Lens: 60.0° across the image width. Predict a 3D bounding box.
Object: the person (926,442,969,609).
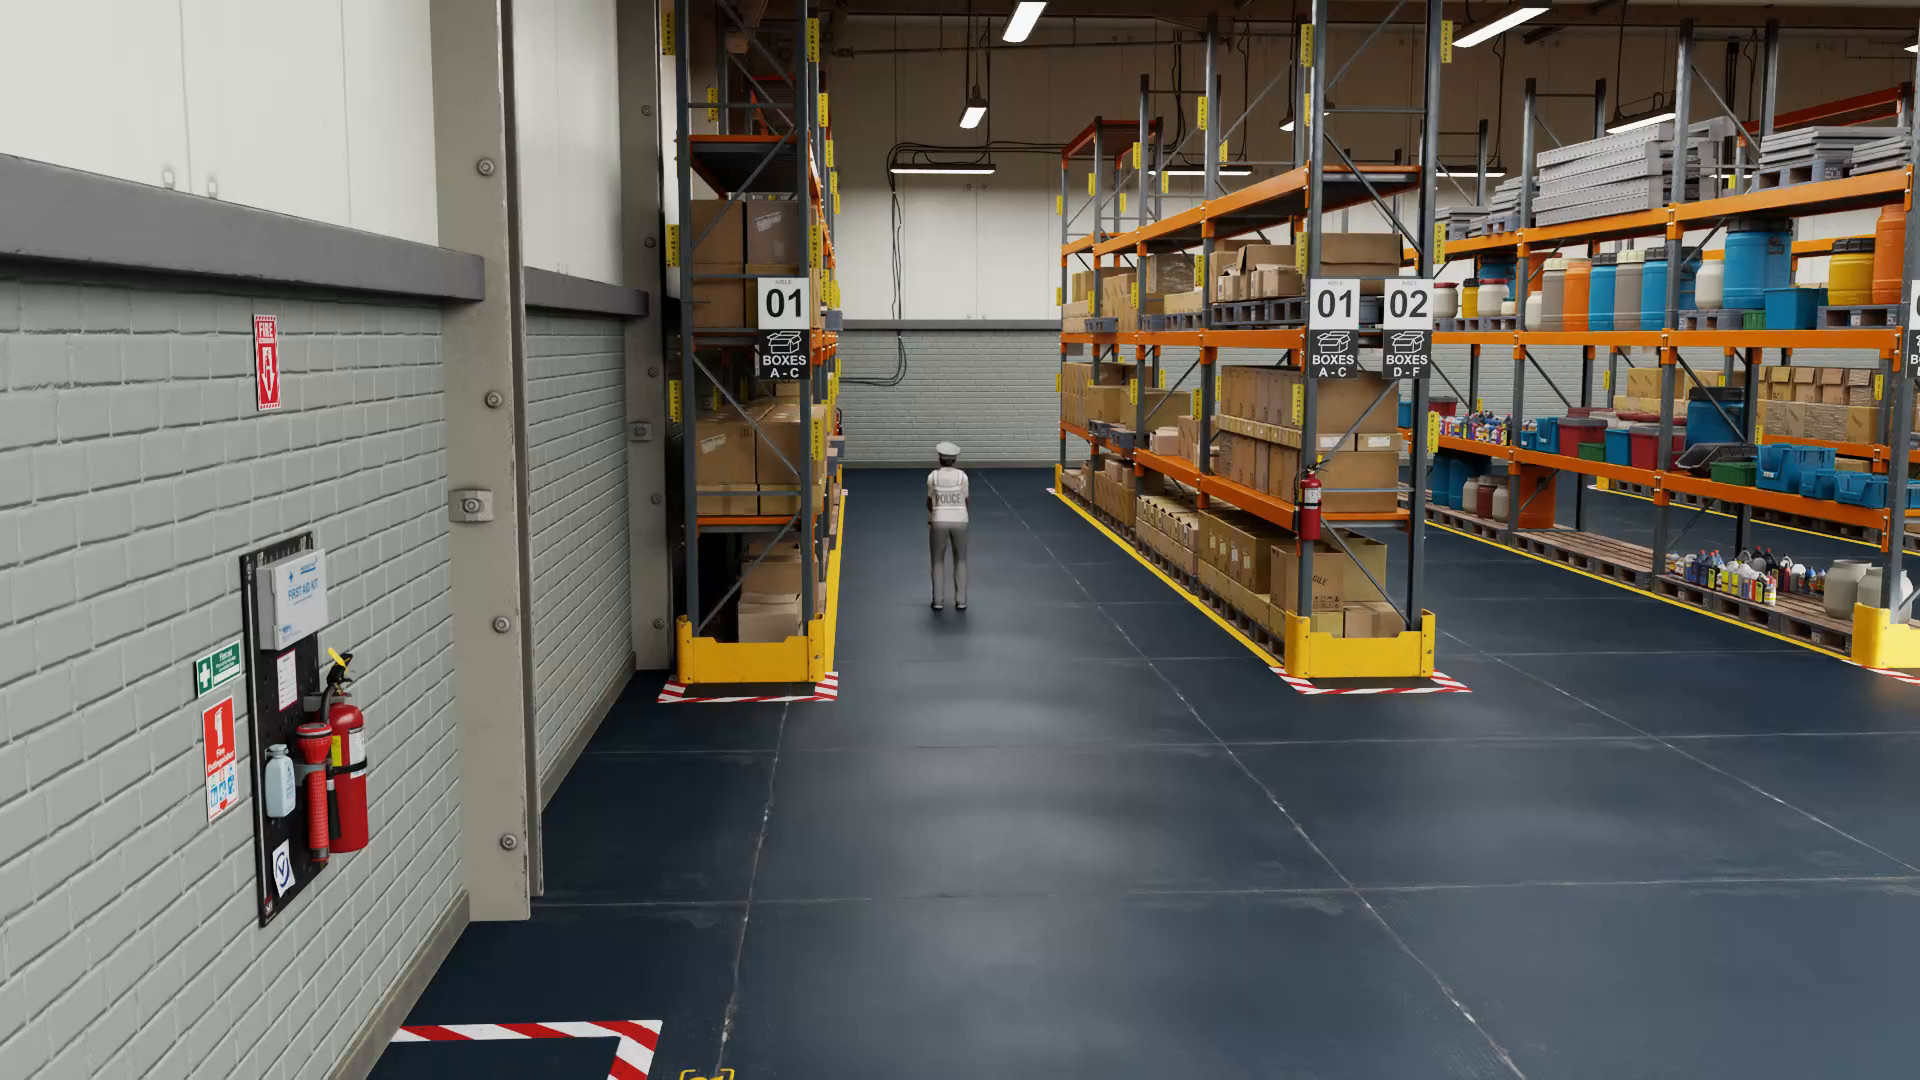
[{"bbox_3d":[-0.124,-0.152,16.909,0.441,1.692,0.514,-1,7,-4],"label":"person"}]
